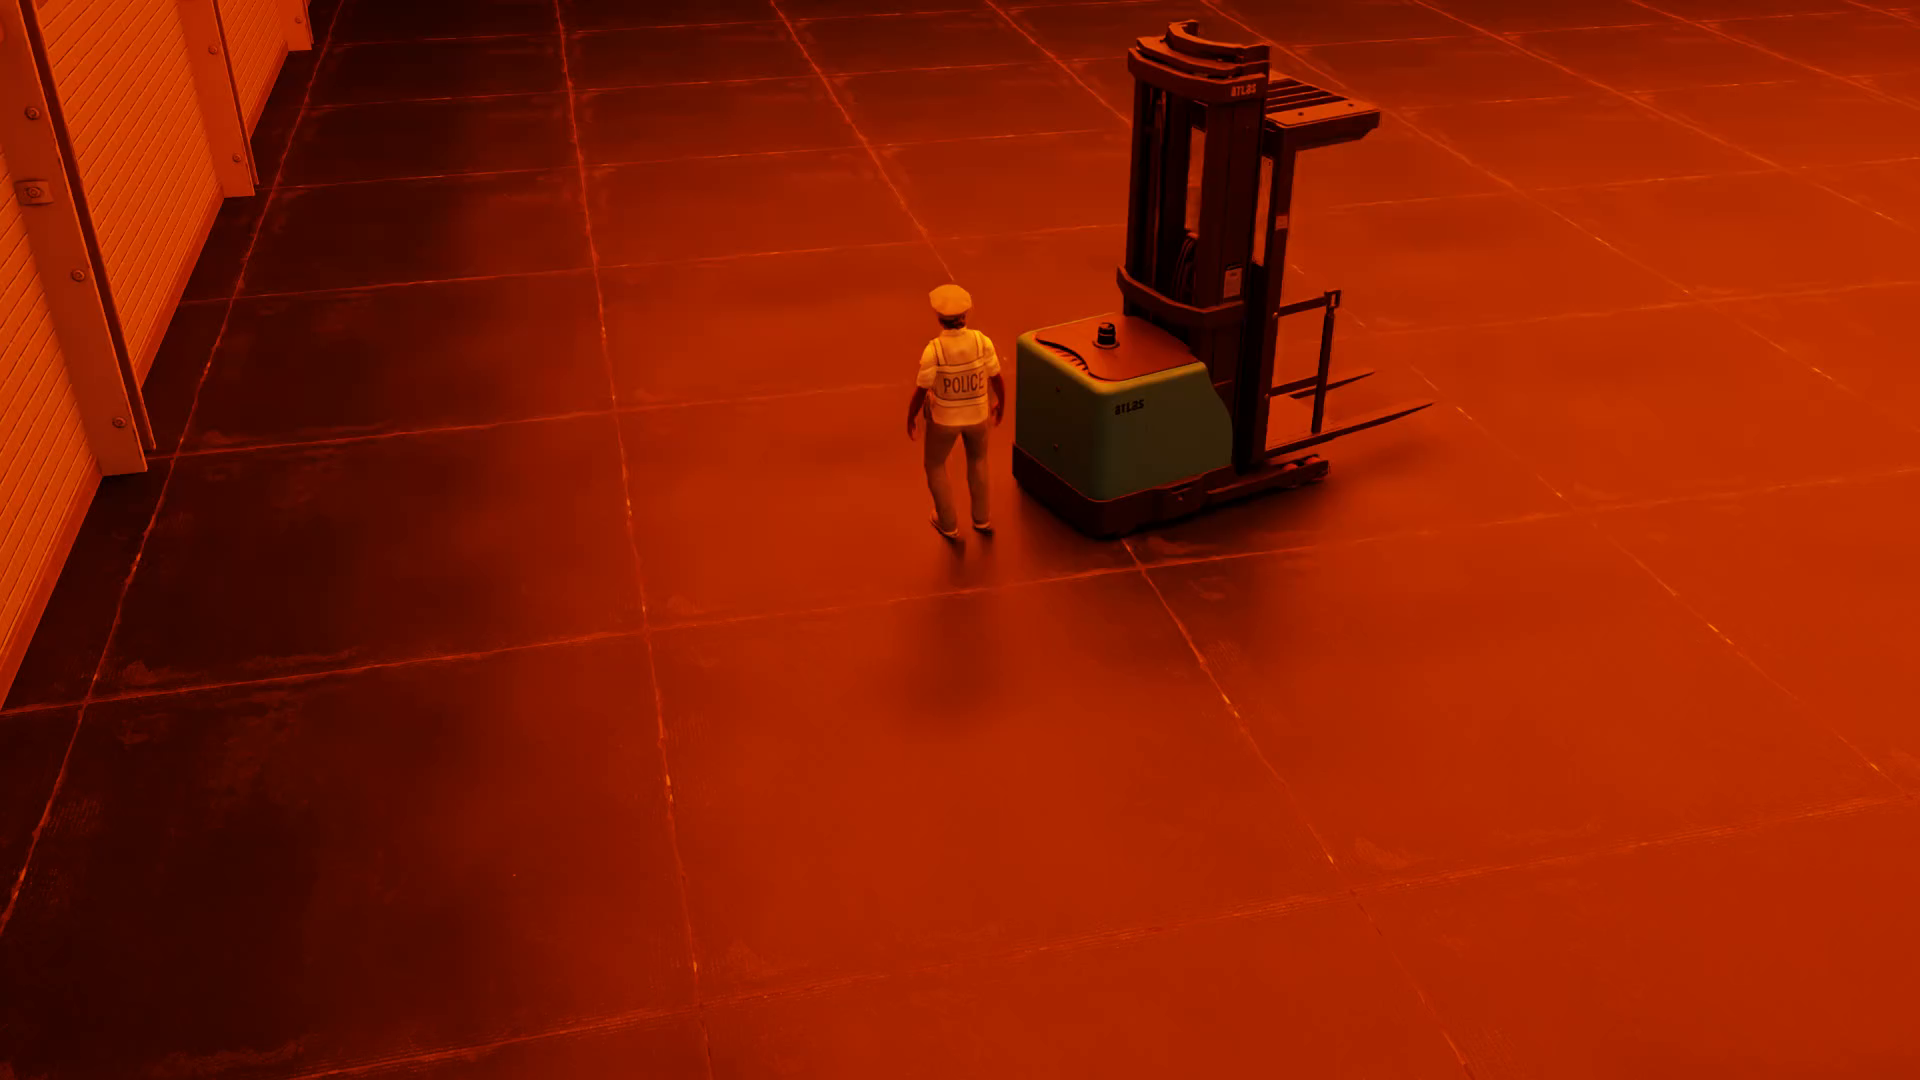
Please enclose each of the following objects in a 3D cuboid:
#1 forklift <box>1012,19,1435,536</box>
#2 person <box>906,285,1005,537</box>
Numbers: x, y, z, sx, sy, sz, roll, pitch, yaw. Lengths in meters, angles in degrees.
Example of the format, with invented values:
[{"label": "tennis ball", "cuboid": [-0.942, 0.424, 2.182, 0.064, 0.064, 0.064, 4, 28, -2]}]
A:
[{"label": "forklift", "cuboid": [1.882, -1.821, 10.721, 3.031, 2.935, 1.130, -16, 34, -26]}, {"label": "person", "cuboid": [-0.032, -0.778, 10.194, 0.630, 1.661, 0.438, -9, 31, -15]}]
